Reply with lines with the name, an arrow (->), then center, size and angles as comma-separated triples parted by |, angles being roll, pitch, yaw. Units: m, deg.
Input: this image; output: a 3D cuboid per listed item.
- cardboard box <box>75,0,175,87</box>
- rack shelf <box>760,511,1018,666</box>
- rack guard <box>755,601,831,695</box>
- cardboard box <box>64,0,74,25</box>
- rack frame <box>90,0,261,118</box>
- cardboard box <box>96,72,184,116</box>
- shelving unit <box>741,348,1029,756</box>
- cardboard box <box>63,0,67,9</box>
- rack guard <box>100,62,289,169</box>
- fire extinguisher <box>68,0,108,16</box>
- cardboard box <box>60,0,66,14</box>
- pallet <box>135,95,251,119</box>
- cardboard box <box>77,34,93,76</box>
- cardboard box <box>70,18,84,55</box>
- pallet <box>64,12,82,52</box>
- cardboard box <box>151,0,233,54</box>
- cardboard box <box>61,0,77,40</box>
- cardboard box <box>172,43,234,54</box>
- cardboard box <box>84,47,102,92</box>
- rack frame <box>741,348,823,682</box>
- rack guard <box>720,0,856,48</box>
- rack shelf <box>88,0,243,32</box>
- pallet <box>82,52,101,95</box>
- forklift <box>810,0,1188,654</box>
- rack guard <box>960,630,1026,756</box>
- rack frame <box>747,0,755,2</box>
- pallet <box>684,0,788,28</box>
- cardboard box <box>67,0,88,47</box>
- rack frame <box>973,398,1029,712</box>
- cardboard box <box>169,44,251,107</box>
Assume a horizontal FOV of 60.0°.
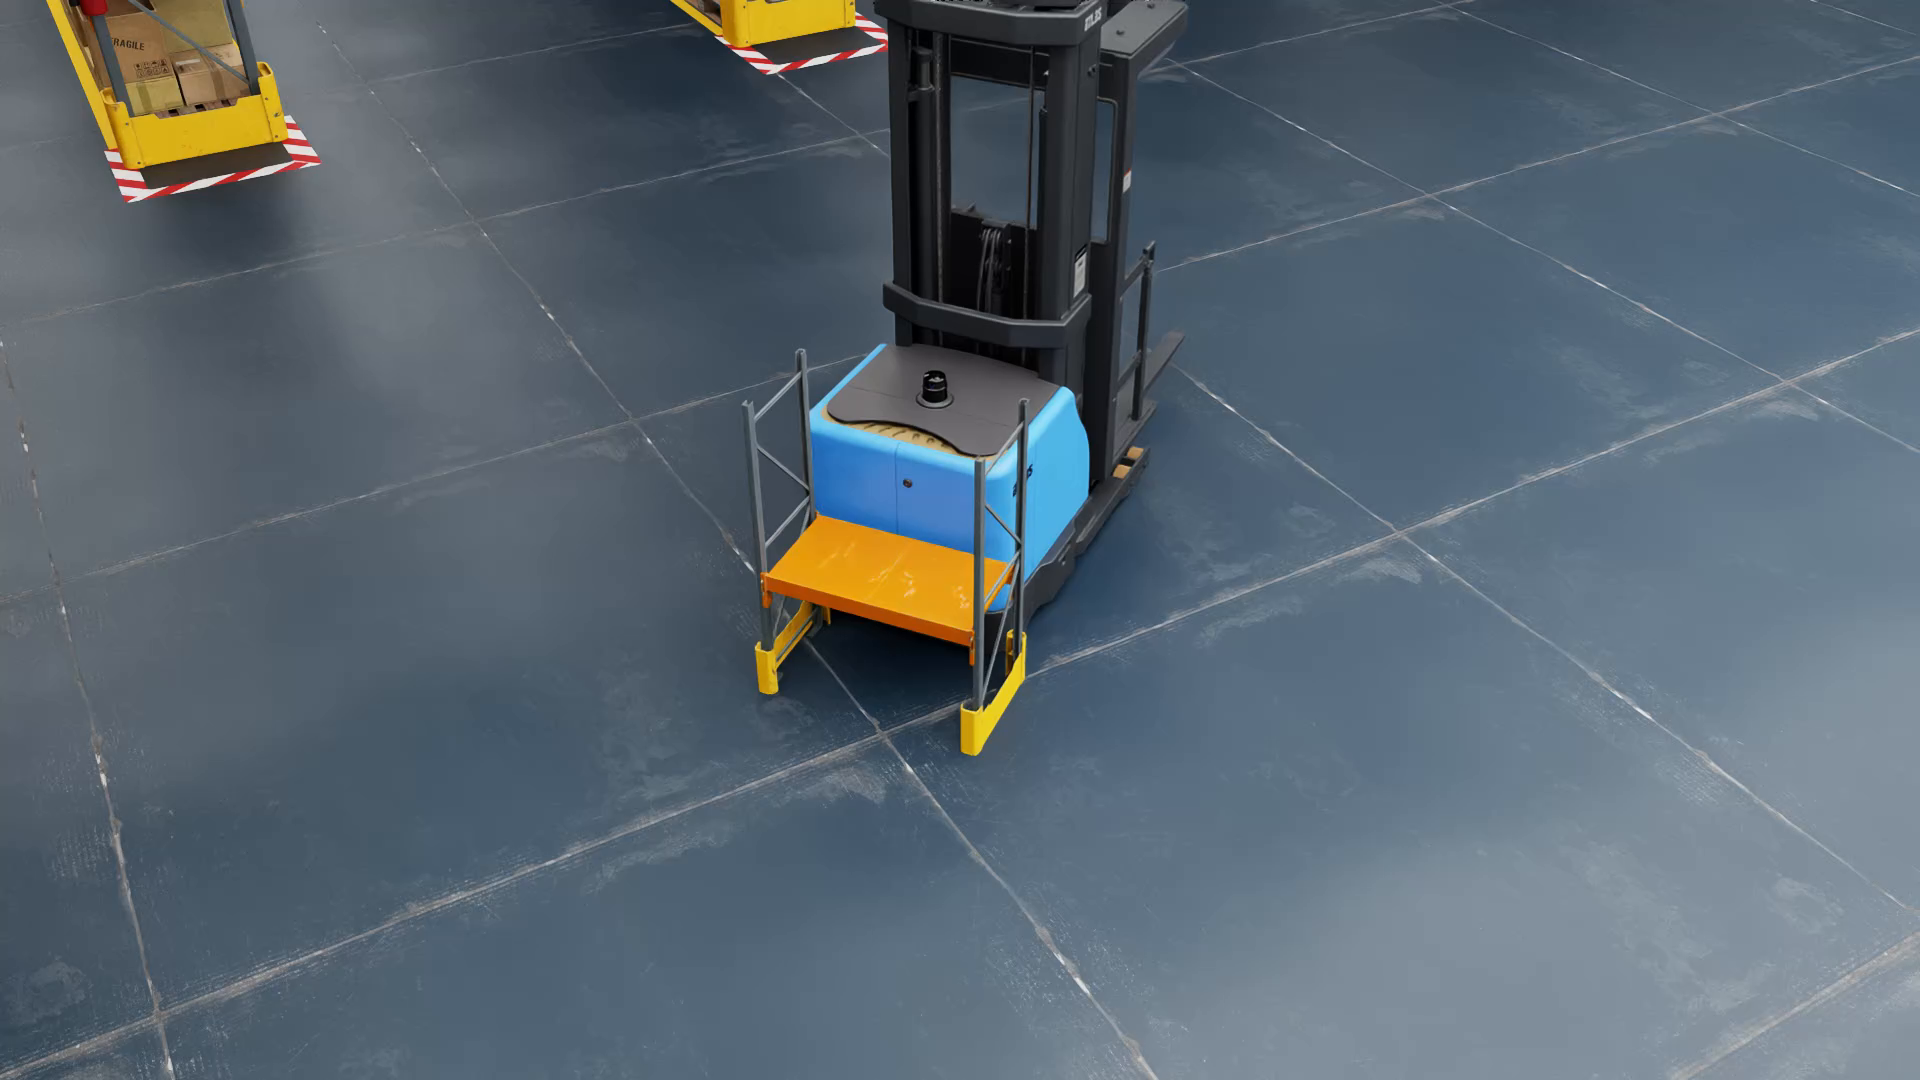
cardboard box -> -6.225, -3.737, 12.390 | 0.500, 0.500, 0.500 | -19, 40, -24
rack shelf -> -0.299, 0.196, 7.242 | 1.000, 0.185, 0.538 | 14, 39, 19
rack guard -> -0.765, 0.437, 7.667 | 0.087, 0.250, 0.587 | 14, 39, 19
cardboard box -> -6.990, -4.498, 13.432 | 0.500, 0.500, 0.500 | -19, 40, -24
rack frame -> -5.698, -4.190, 11.670 | 1.000, 3.000, 0.127 | -19, 40, -24
cardboard box -> -6.223, -3.435, 12.612 | 0.500, 0.250, 0.500 | -19, 40, -24
shelving unit -> -0.308, 0.049, 7.139 | 1.083, 1.500, 0.587 | 14, 39, 19
cardboard box -> -7.243, -4.752, 13.780 | 0.500, 0.500, 0.500 | -19, 40, -24
rack guard -> -5.686, -3.168, 12.391 | 1.175, 0.500, 0.348 | -19, 40, -24
fire extinguisher -> -6.041, -3.960, 11.422 | 0.296, 0.674, 0.183 | -19, 40, -24
cardboard box -> -7.490, -4.706, 14.352 | 0.500, 0.250, 0.500 | -19, 40, -24
pallet -> -6.119, -3.441, 13.010 | 1.003, 0.211, 1.213 | -19, 40, -24
cardboard box -> -6.737, -3.941, 13.305 | 0.500, 0.250, 0.500 | -19, 40, -24
cardboard box -> -6.987, -4.196, 13.655 | 0.500, 0.250, 0.500 | -19, 40, -24
pallet -> -7.345, -4.685, 14.713 | 1.003, 0.211, 1.213 | -19, 40, -24
cardboard box -> -6.028, -4.145, 12.949 | 0.500, 0.500, 0.500 | -19, 40, -24
cardboard box -> -7.243, -4.449, 14.001 | 0.500, 0.250, 0.500 | -19, 40, -24
cardboard box -> -6.030, -3.842, 13.170 | 0.500, 0.250, 0.500 | -19, 40, -24
cardboard box -> -6.485, -3.686, 12.956 | 0.500, 0.250, 0.500 | -19, 40, -24
rack frame -> -0.766, -0.068, 7.299 | 0.032, 1.500, 0.500 | 14, 39, 19
rack guard -> -1.492, -4.671, 14.449 | 1.175, 0.500, 0.348 | -19, 40, -24
rack shelf -> -6.703, -4.919, 13.279 | 1.077, 0.370, 4.000 | -19, 40, -24
pallet -> -6.728, -4.063, 13.861 | 1.003, 0.211, 1.213 | -19, 40, -24
forklift -> 0.370, -1.518, 8.071 | 1.130, 2.935, 3.031 | 16, 39, 20
rack guard -> 0.149, 0.670, 7.348 | 0.087, 0.250, 0.587 | 14, 39, 19
rack frame -> -1.414, -5.655, 13.677 | 1.000, 3.000, 0.127 | -19, 40, -24
pallet -> -1.896, -4.970, 15.103 | 1.003, 0.211, 1.213 | -19, 40, -24
cardboard box -> -6.740, -4.243, 13.082 | 0.500, 0.500, 0.500 | -19, 40, -24
rack frame -> 0.167, 0.170, 6.973 | 0.032, 1.500, 0.500 | 14, 39, 19
cardboard box -> -5.775, -3.588, 12.822 | 0.500, 0.250, 0.500 | -19, 40, -24
